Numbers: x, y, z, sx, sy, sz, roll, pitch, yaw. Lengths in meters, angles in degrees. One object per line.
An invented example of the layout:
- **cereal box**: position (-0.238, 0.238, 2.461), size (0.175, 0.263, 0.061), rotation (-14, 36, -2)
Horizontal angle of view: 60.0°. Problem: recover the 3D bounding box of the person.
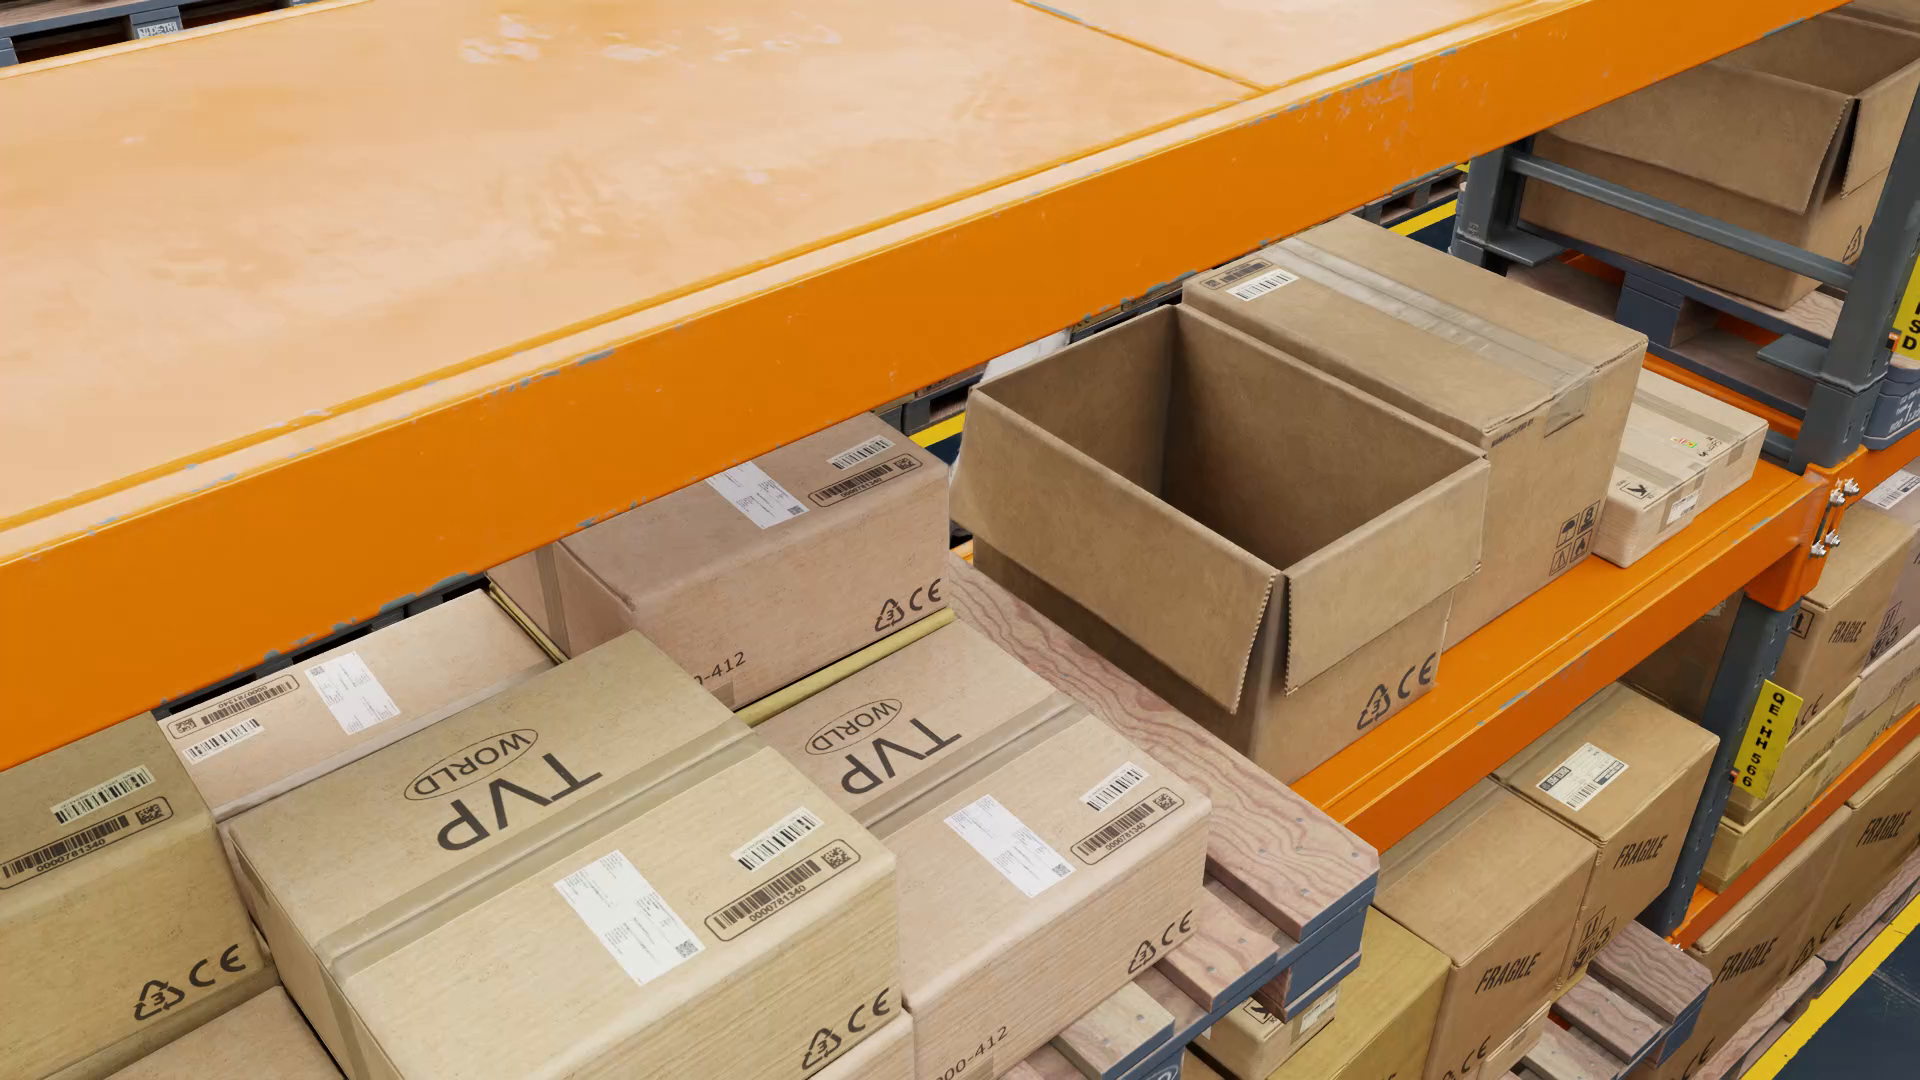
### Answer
- **person**: position (0.333, -0.808, 7.838), size (1.216, 1.718, 0.586), rotation (-27, 43, -32)
